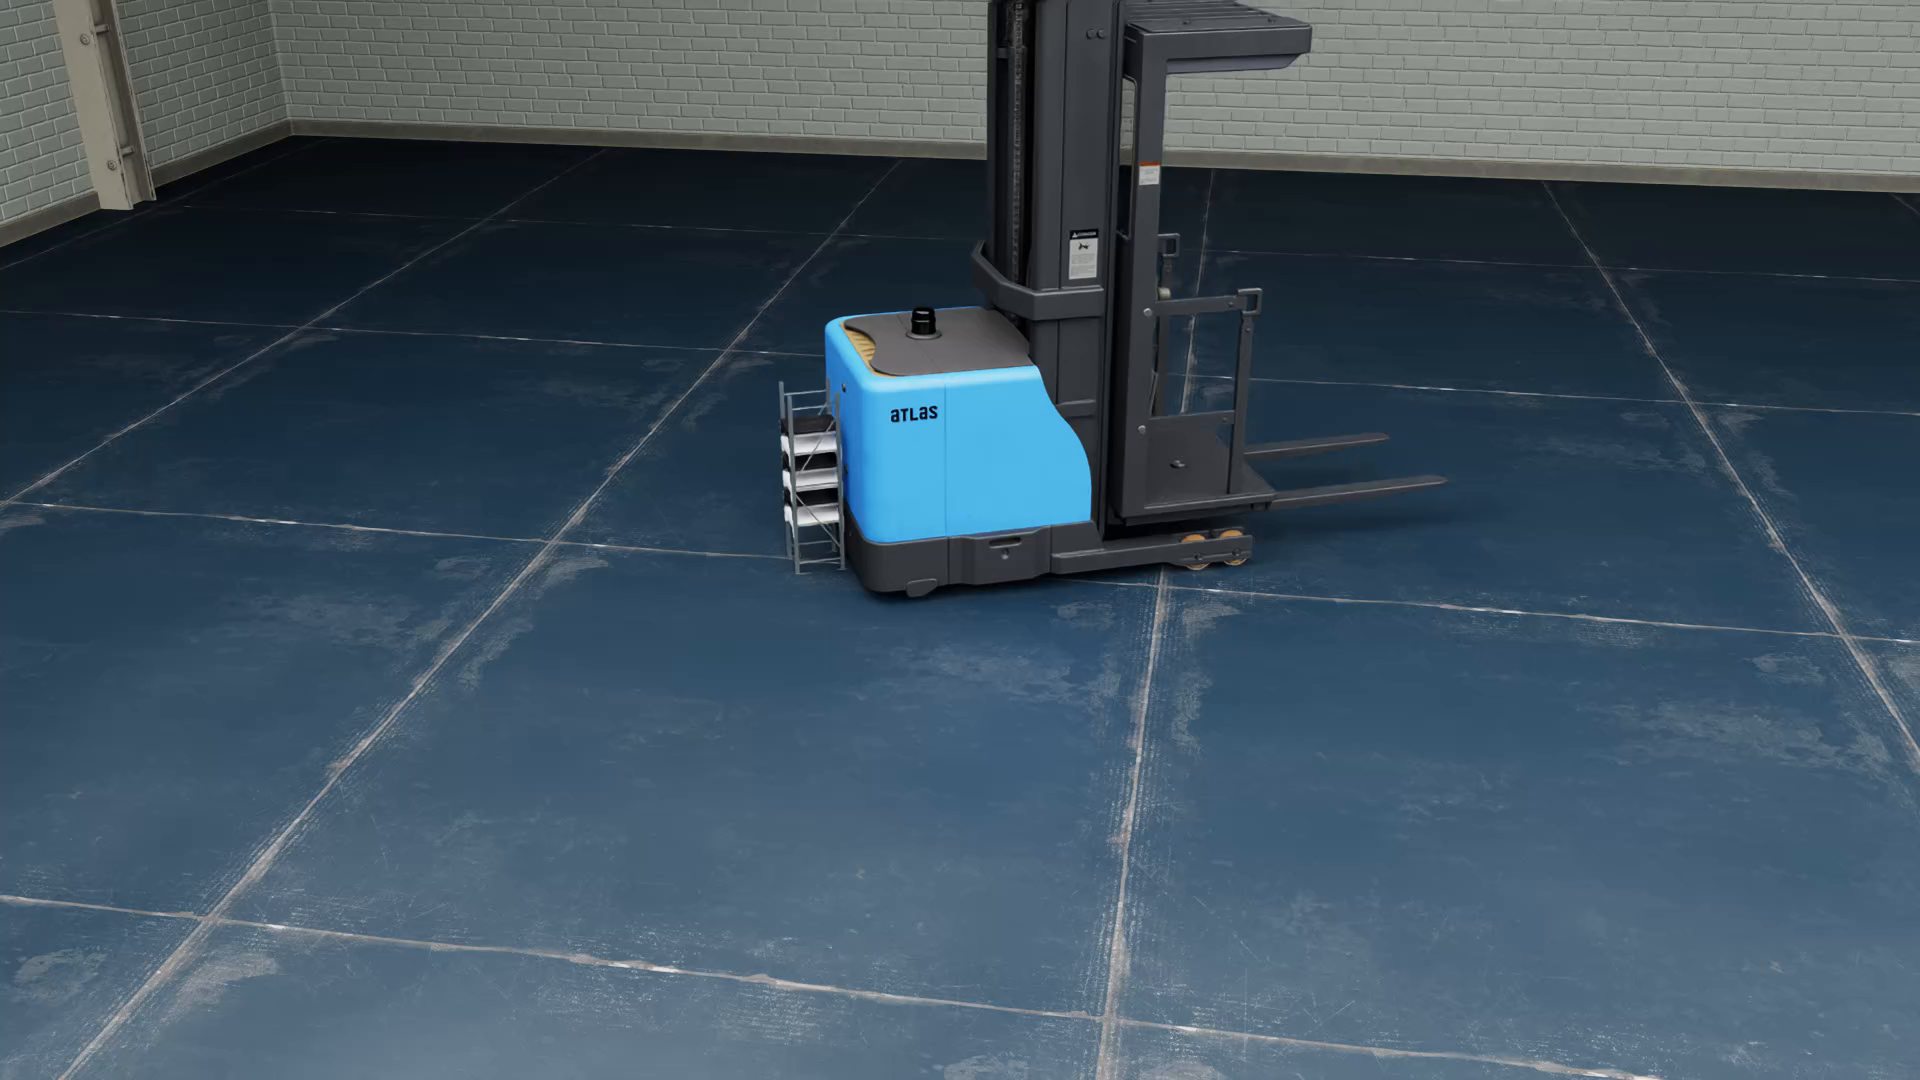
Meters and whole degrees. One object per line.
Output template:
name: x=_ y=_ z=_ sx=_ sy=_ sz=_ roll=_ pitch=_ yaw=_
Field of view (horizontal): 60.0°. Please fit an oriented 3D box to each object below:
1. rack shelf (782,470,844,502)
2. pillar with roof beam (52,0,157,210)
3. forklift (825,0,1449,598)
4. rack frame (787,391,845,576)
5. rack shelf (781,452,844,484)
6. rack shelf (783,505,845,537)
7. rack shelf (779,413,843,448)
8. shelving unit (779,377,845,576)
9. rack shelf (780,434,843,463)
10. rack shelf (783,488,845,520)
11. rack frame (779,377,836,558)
rack shelf: x=-0.693 y=-0.265 z=7.833 sx=0.258 sy=0.077 sz=0.200 roll=-7 pitch=26 yaw=-15
pillar with roof beam: x=-3.024 y=-6.714 z=11.980 sx=9.100 sy=9.000 sz=0.400 roll=4 pitch=25 yaw=9
forklift: x=0.912 y=-1.393 z=7.769 sx=3.031 sy=2.935 sz=1.130 roll=-6 pitch=26 yaw=-13
rack frame: x=-0.665 y=-0.254 z=7.730 sx=0.240 sy=0.900 sz=0.006 roll=-7 pitch=26 yaw=-15
rack shelf: x=-0.693 y=-0.346 z=7.795 sx=0.258 sy=0.077 sz=0.200 roll=-7 pitch=26 yaw=-15
rack shelf: x=-0.693 y=-0.102 z=7.909 sx=0.258 sy=0.077 sz=0.200 roll=-7 pitch=26 yaw=-15
rack shelf: x=-0.693 y=-0.509 z=7.718 sx=0.258 sy=0.077 sz=0.200 roll=-7 pitch=26 yaw=-15
shelving unit: x=-0.693 y=-0.295 z=7.819 sx=0.258 sy=0.900 sz=0.210 roll=-7 pitch=26 yaw=-15
rack shelf: x=-0.693 y=-0.428 z=7.757 sx=0.258 sy=0.077 sz=0.200 roll=-7 pitch=26 yaw=-15
rack shelf: x=-0.693 y=-0.183 z=7.871 sx=0.258 sy=0.077 sz=0.200 roll=-7 pitch=26 yaw=-15
rack frame: x=-0.721 y=-0.336 z=7.907 sx=0.240 sy=0.900 sz=0.006 roll=-7 pitch=26 yaw=-15
